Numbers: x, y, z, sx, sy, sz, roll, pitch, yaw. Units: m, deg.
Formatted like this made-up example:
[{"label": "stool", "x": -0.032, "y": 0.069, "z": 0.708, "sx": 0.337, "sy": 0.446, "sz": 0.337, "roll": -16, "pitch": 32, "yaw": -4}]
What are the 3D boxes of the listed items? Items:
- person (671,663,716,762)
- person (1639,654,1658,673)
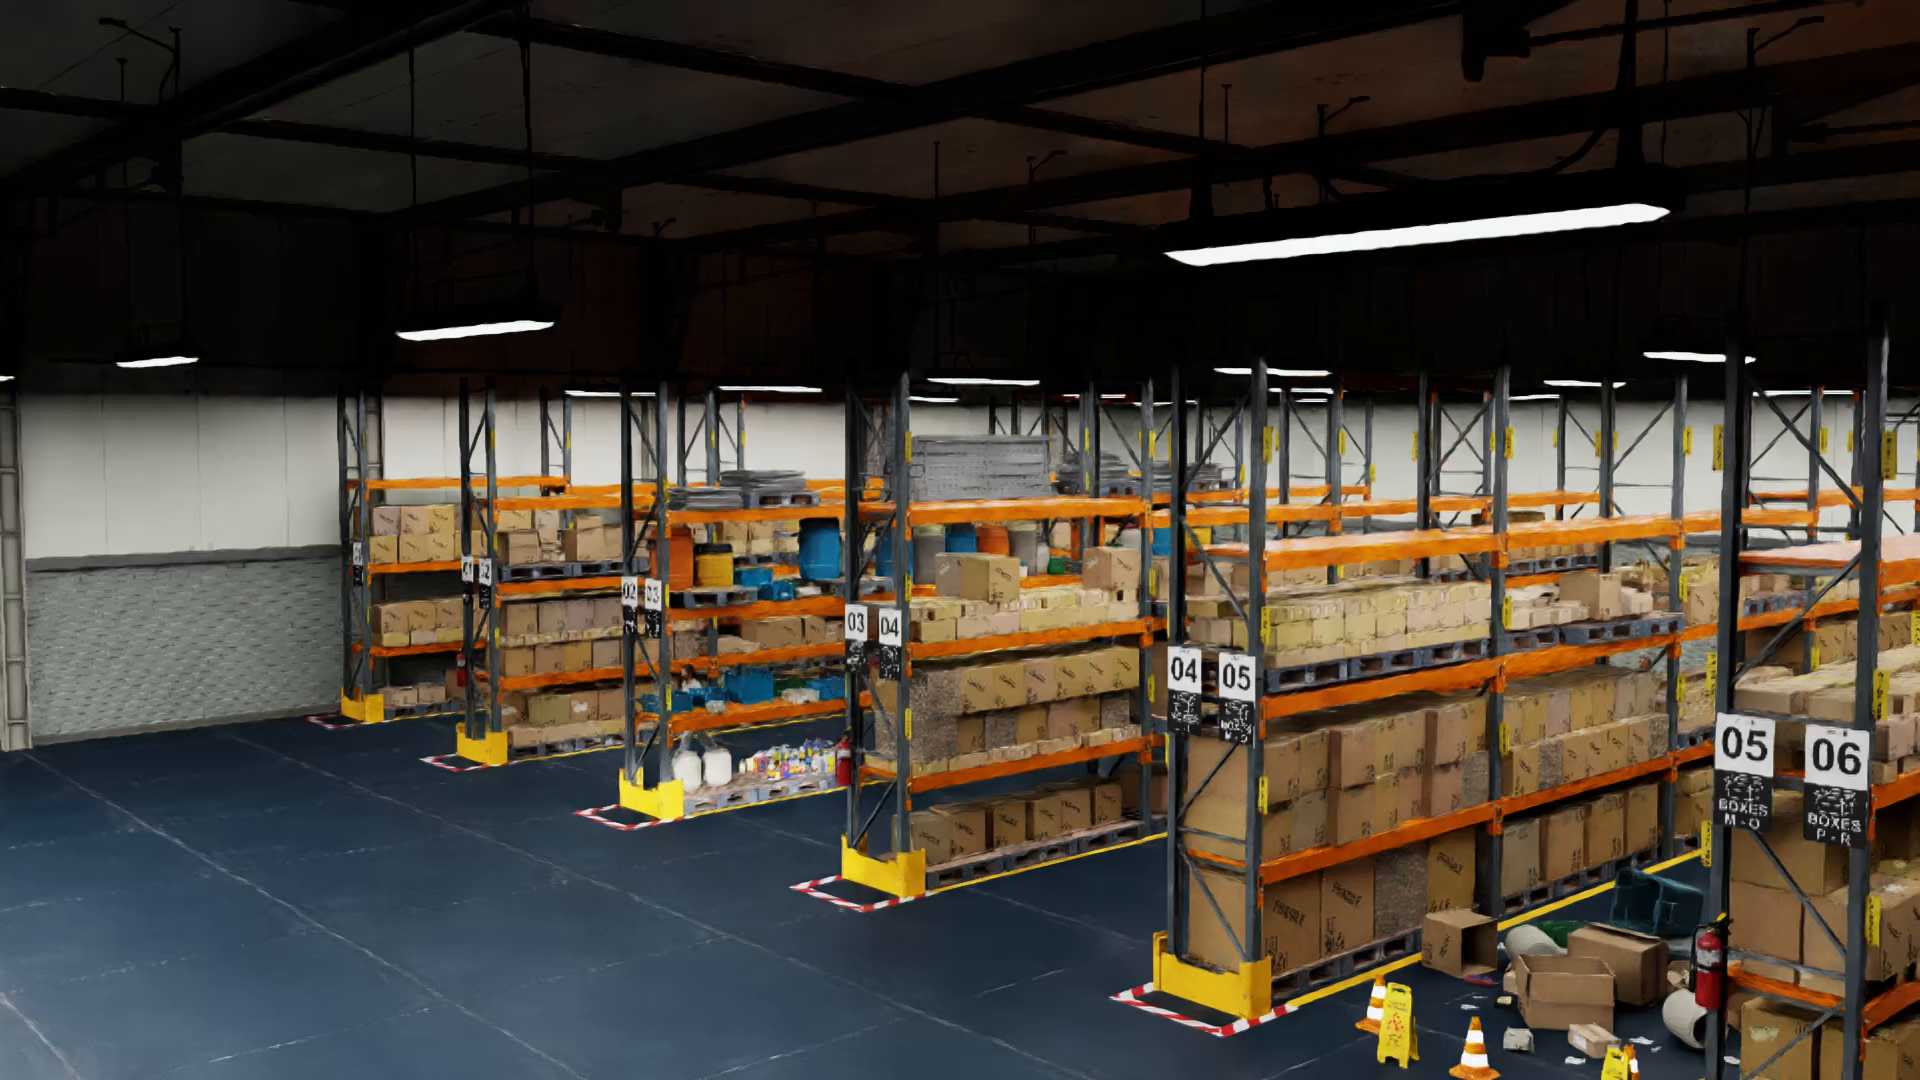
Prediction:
[{"label": "person", "x": -4.130, "y": 2.687, "z": 25.518, "sx": 1.110, "sy": 1.571, "sz": 0.446, "roll": -3, "pitch": 5, "yaw": -39}, {"label": "person", "x": 11.002, "y": 2.617, "z": 26.632, "sx": 0.982, "sy": 1.590, "sz": 0.491, "roll": -3, "pitch": 5, "yaw": -43}]
